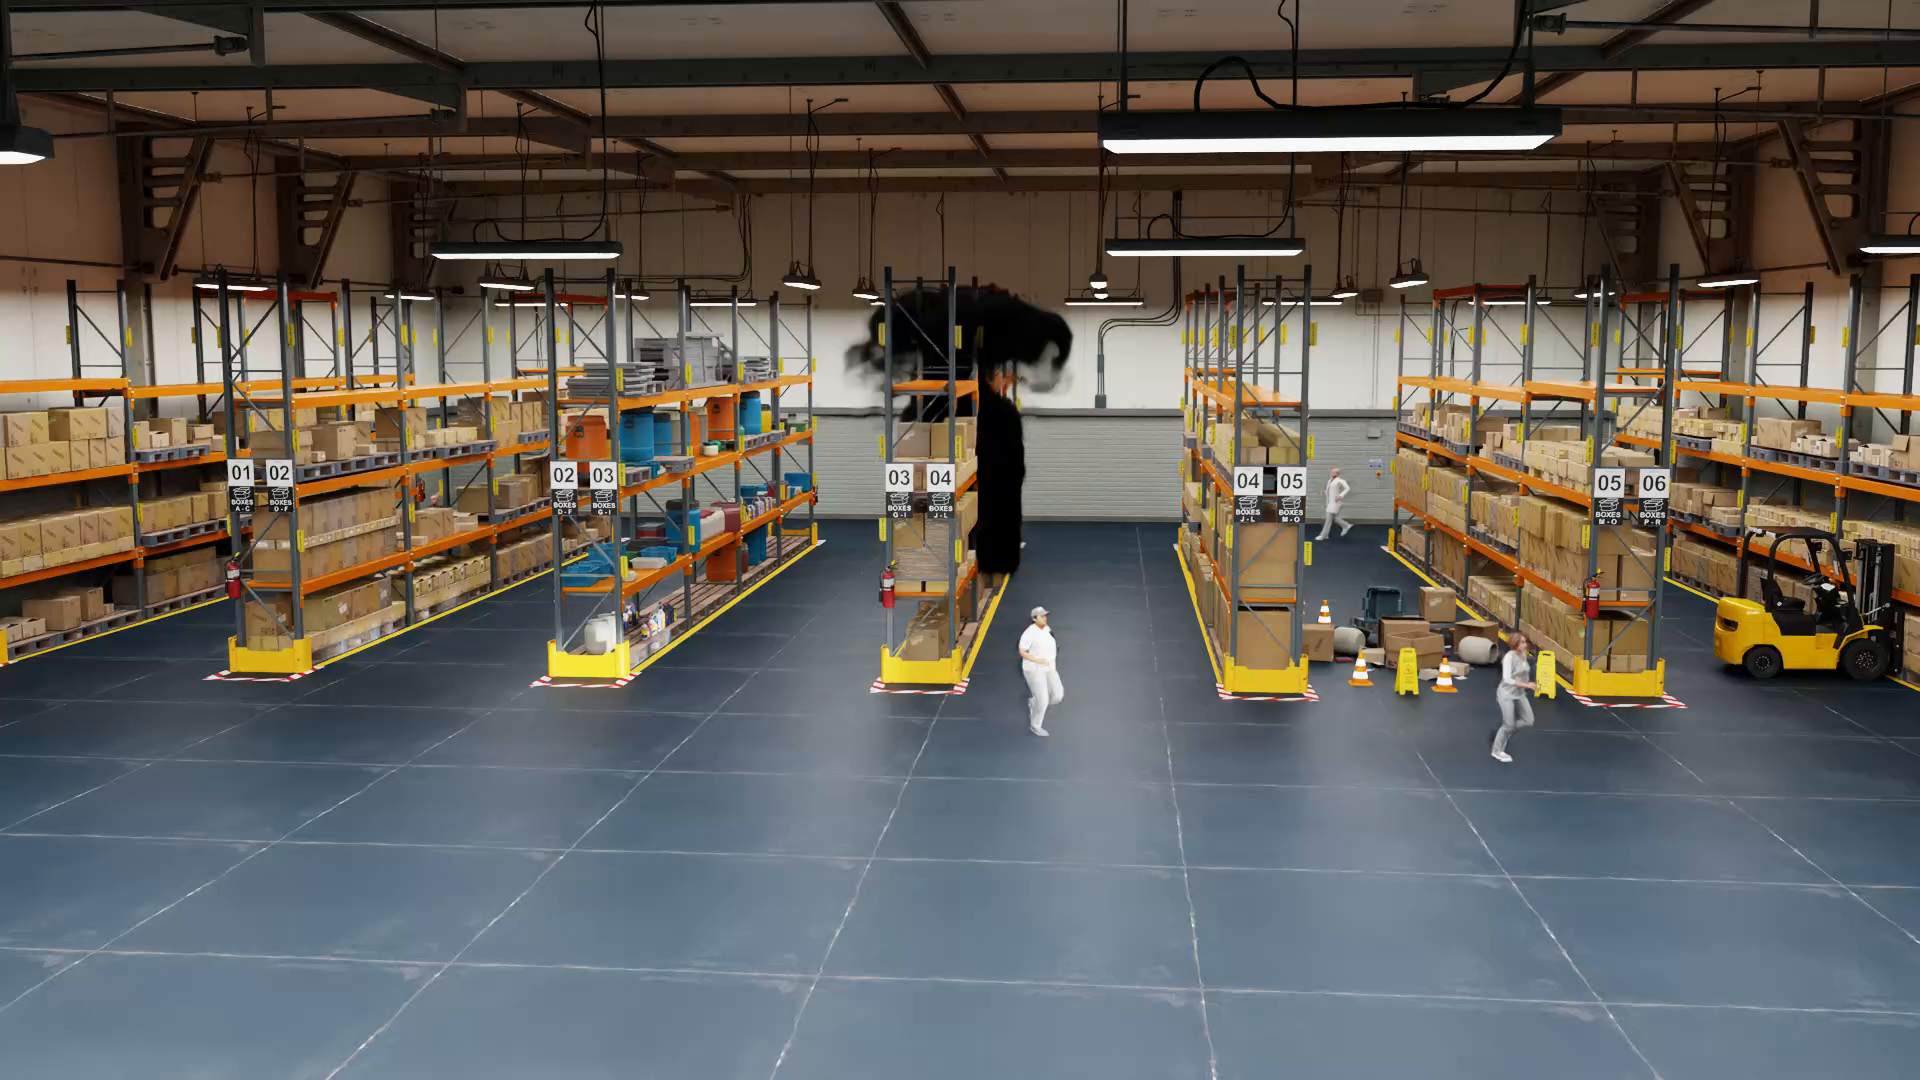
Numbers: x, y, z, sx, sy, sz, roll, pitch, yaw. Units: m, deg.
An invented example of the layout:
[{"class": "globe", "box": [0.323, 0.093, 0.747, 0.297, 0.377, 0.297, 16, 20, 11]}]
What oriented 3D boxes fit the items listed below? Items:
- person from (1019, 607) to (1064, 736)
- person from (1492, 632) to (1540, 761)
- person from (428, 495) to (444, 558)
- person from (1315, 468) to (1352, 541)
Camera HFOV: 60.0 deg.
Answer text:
[{"class": "person", "box": [1.026, 1.654, 21.067, 0.505, 1.631, 0.662, 6, 9, 41]}, {"class": "person", "box": [6.558, 1.852, 19.594, 0.514, 1.563, 0.602, -5, 8, -35]}, {"class": "person", "box": [-11.100, -0.098, 35.224, 0.677, 1.696, 0.905, 0, 7, 2]}, {"class": "person", "box": [9.232, -0.891, 41.146, 0.981, 1.773, 0.710, -2, 7, -16]}]
